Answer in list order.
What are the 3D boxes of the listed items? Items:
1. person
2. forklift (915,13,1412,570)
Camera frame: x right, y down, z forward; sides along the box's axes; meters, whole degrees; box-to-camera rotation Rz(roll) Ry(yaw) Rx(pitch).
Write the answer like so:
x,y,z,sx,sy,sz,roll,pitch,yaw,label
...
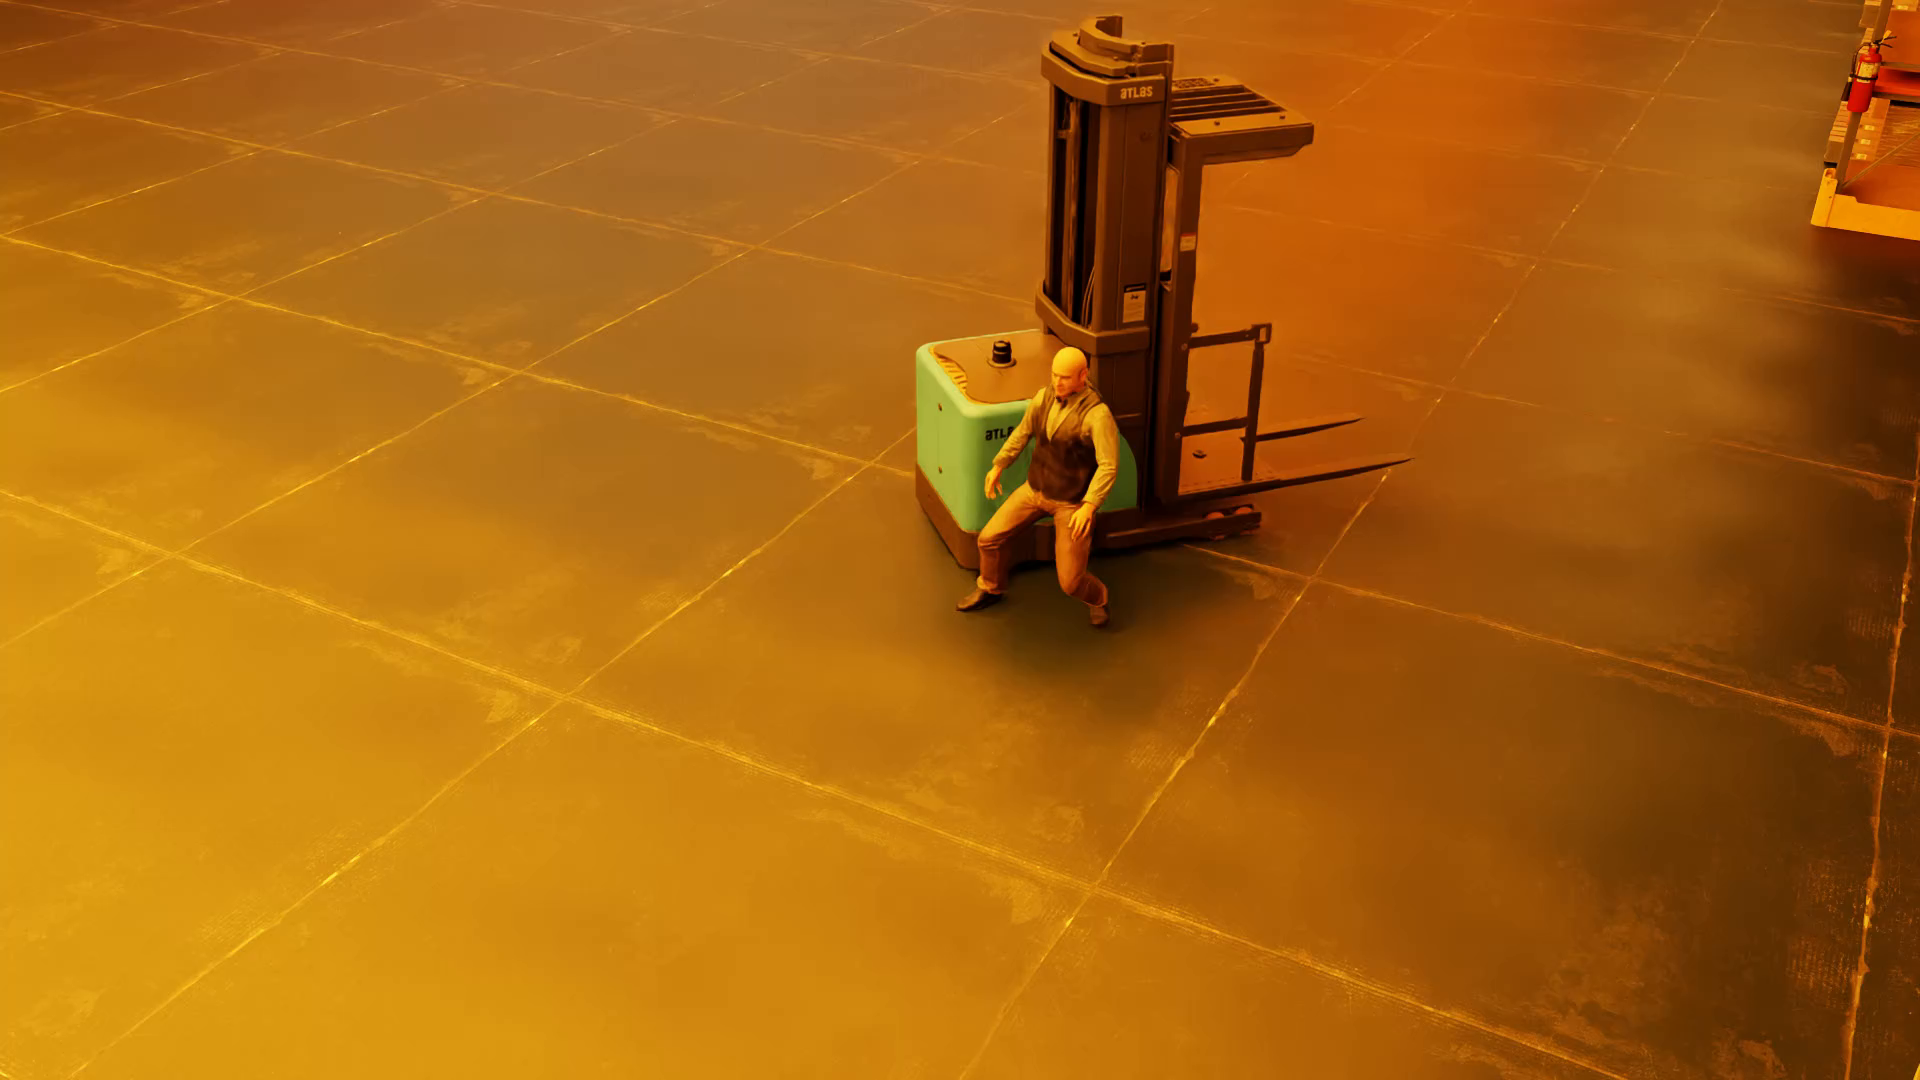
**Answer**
x,y,z,sx,sy,sz,roll,pitch,yaw,label
0.466,-0.252,8.856,0.630,1.610,0.851,-24,37,-35,person
1.299,-1.510,9.687,3.031,2.935,1.130,-9,31,-16,forklift
